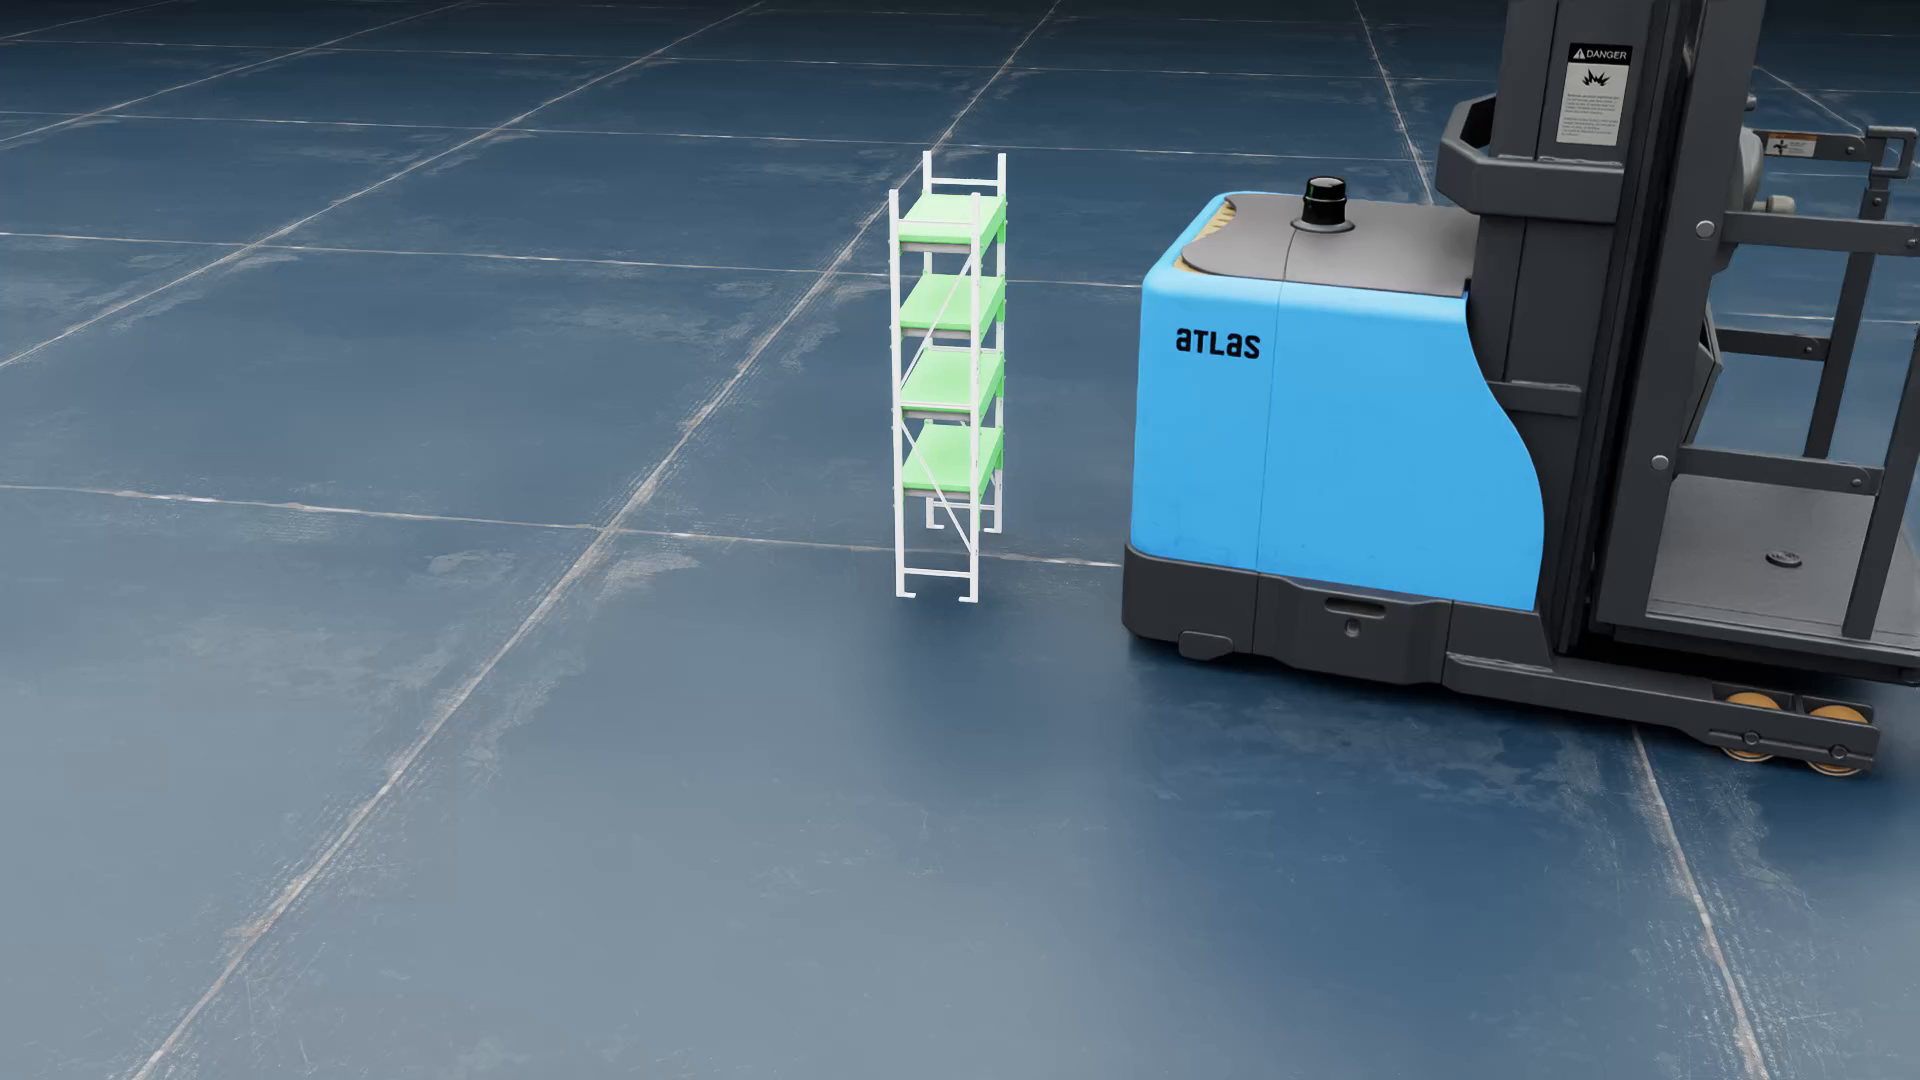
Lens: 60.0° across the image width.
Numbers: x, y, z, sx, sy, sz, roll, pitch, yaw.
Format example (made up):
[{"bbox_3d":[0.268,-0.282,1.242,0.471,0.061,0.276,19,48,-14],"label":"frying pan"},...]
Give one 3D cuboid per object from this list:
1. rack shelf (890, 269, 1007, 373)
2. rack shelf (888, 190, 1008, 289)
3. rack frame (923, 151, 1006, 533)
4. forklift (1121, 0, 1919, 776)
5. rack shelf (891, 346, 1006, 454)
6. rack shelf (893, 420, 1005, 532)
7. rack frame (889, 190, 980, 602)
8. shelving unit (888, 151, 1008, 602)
[{"bbox_3d":[-0.027,-0.634,4.773,0.258,0.148,0.480,4,25,9],"label":"rack shelf"},{"bbox_3d":[-0.027,-0.851,4.671,0.258,0.148,0.480,4,25,9],"label":"rack shelf"},{"bbox_3d":[0.013,-0.576,5.066,0.240,1.200,0.015,4,25,9],"label":"rack frame"},{"bbox_3d":[2.021,-1.009,3.949,3.031,2.935,1.130,8,26,17],"label":"forklift"},{"bbox_3d":[-0.027,-0.416,4.875,0.258,0.148,0.480,4,25,9],"label":"rack shelf"},{"bbox_3d":[-0.027,-0.199,4.977,0.258,0.148,0.480,4,25,9],"label":"rack shelf"},{"bbox_3d":[-0.067,-0.372,4.630,0.240,1.200,0.015,4,25,9],"label":"rack frame"},{"bbox_3d":[-0.027,-0.474,4.848,0.258,1.200,0.503,4,25,9],"label":"shelving unit"}]
